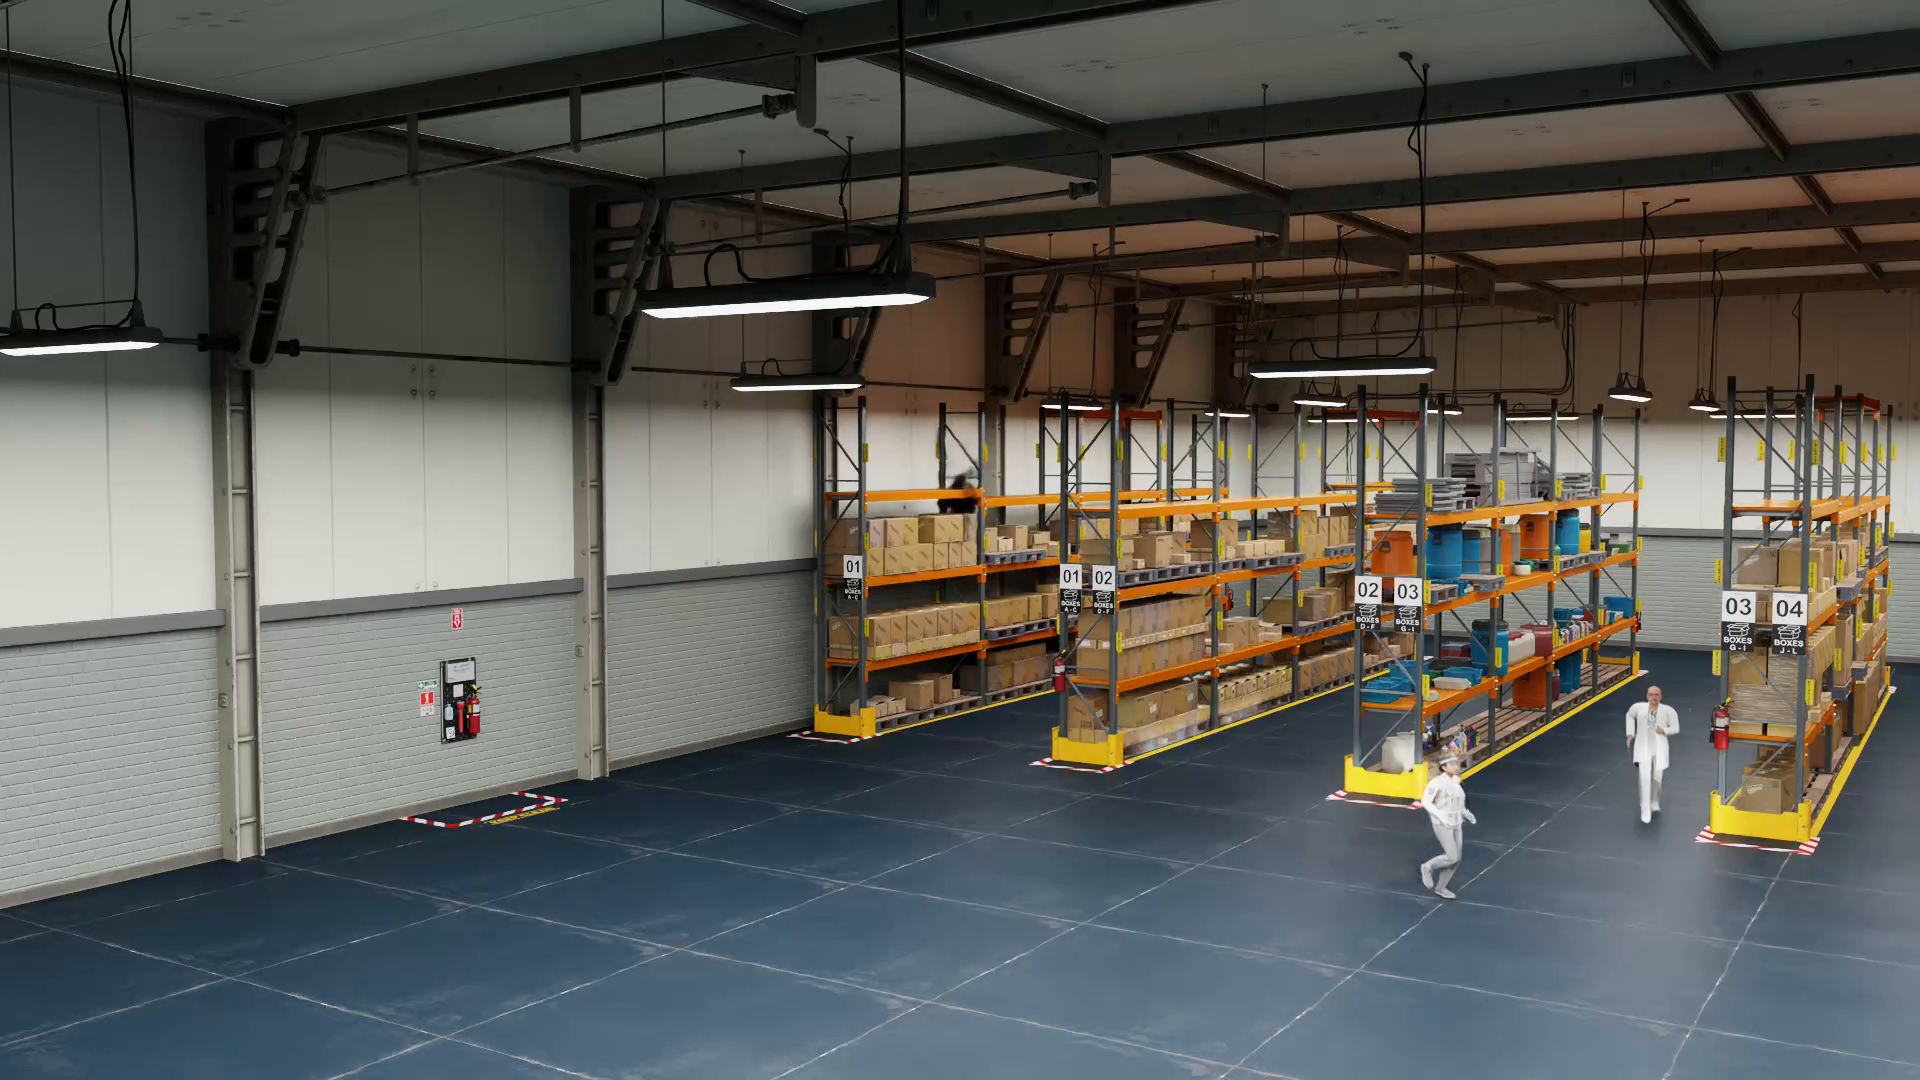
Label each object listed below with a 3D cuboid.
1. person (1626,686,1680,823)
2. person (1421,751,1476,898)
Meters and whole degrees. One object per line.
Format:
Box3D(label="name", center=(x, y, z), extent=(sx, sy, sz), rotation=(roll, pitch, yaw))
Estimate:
Box3D(label="person", center=(9.490, 2.914, 22.794), extent=(0.666, 1.847, 0.937), rotation=(1, 3, 20))
Box3D(label="person", center=(5.483, 3.191, 18.702), extent=(0.599, 1.652, 0.540), rotation=(-2, 4, -35))
